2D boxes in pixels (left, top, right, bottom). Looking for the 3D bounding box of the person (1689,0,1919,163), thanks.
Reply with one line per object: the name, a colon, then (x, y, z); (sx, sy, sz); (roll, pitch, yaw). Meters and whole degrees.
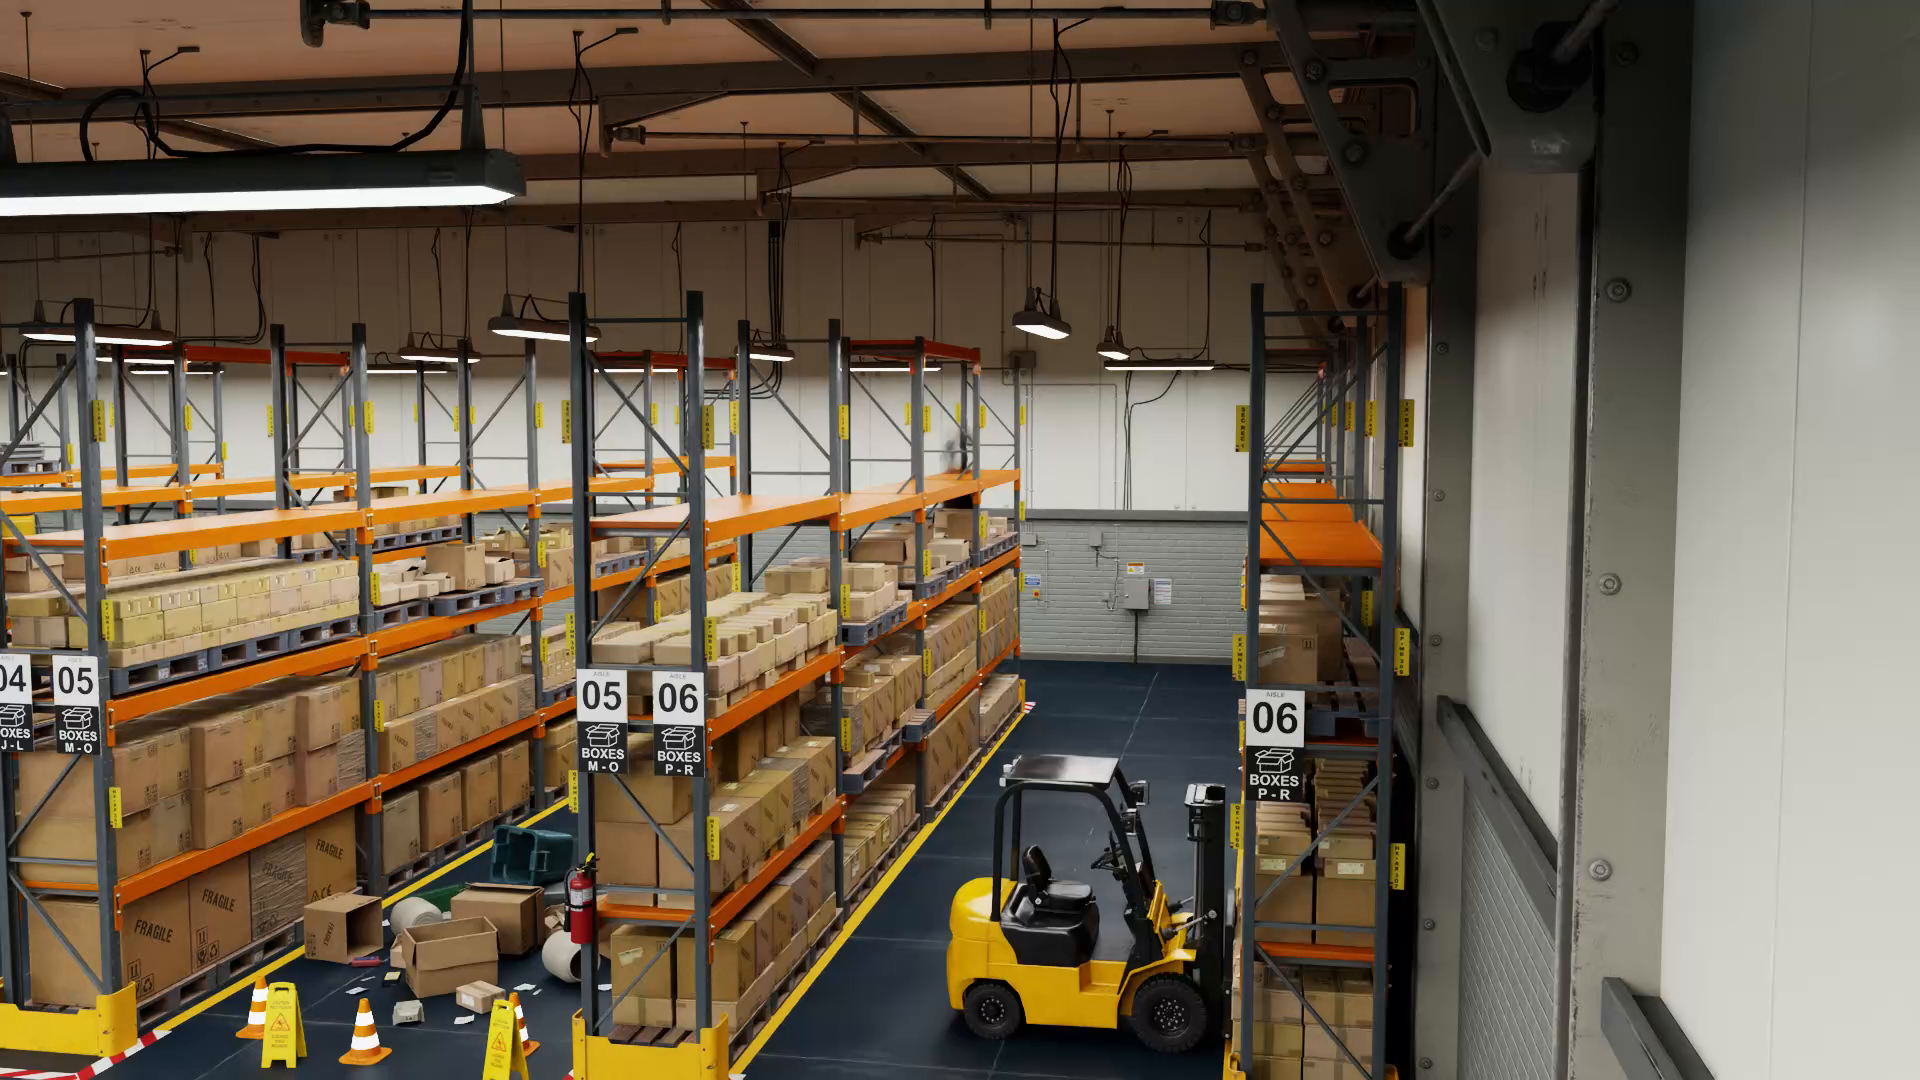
person: (0.673, -0.548, 15.041); (14.177, 8.996, 26.246); (2, 5, 25)
